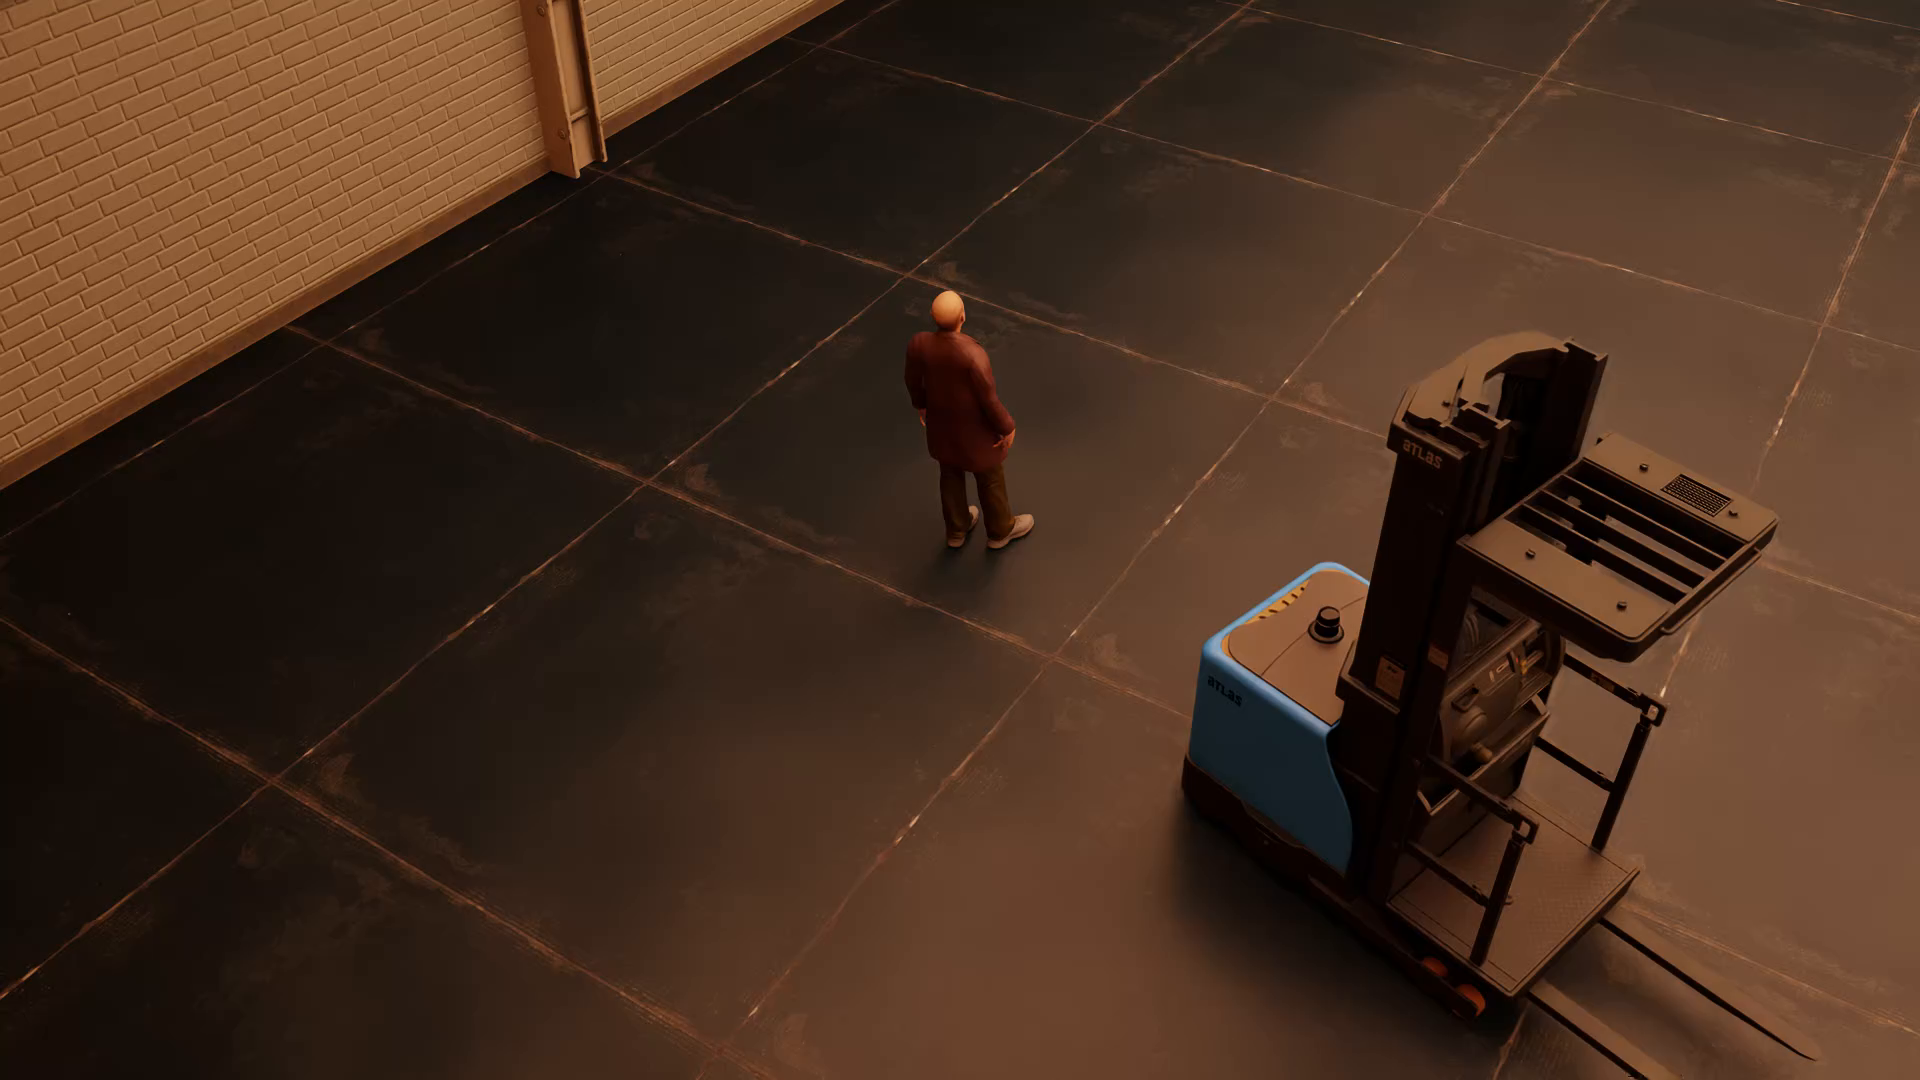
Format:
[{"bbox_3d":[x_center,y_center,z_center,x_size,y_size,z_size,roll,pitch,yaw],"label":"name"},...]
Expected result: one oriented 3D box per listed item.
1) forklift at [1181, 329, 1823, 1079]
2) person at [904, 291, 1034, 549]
[{"bbox_3d":[2.505,0.704,7.136,1.130,2.935,3.031,-30,49,-31],"label":"forklift"},{"bbox_3d":[0.054,-0.733,9.713,0.696,1.776,0.576,22,45,24],"label":"person"}]
